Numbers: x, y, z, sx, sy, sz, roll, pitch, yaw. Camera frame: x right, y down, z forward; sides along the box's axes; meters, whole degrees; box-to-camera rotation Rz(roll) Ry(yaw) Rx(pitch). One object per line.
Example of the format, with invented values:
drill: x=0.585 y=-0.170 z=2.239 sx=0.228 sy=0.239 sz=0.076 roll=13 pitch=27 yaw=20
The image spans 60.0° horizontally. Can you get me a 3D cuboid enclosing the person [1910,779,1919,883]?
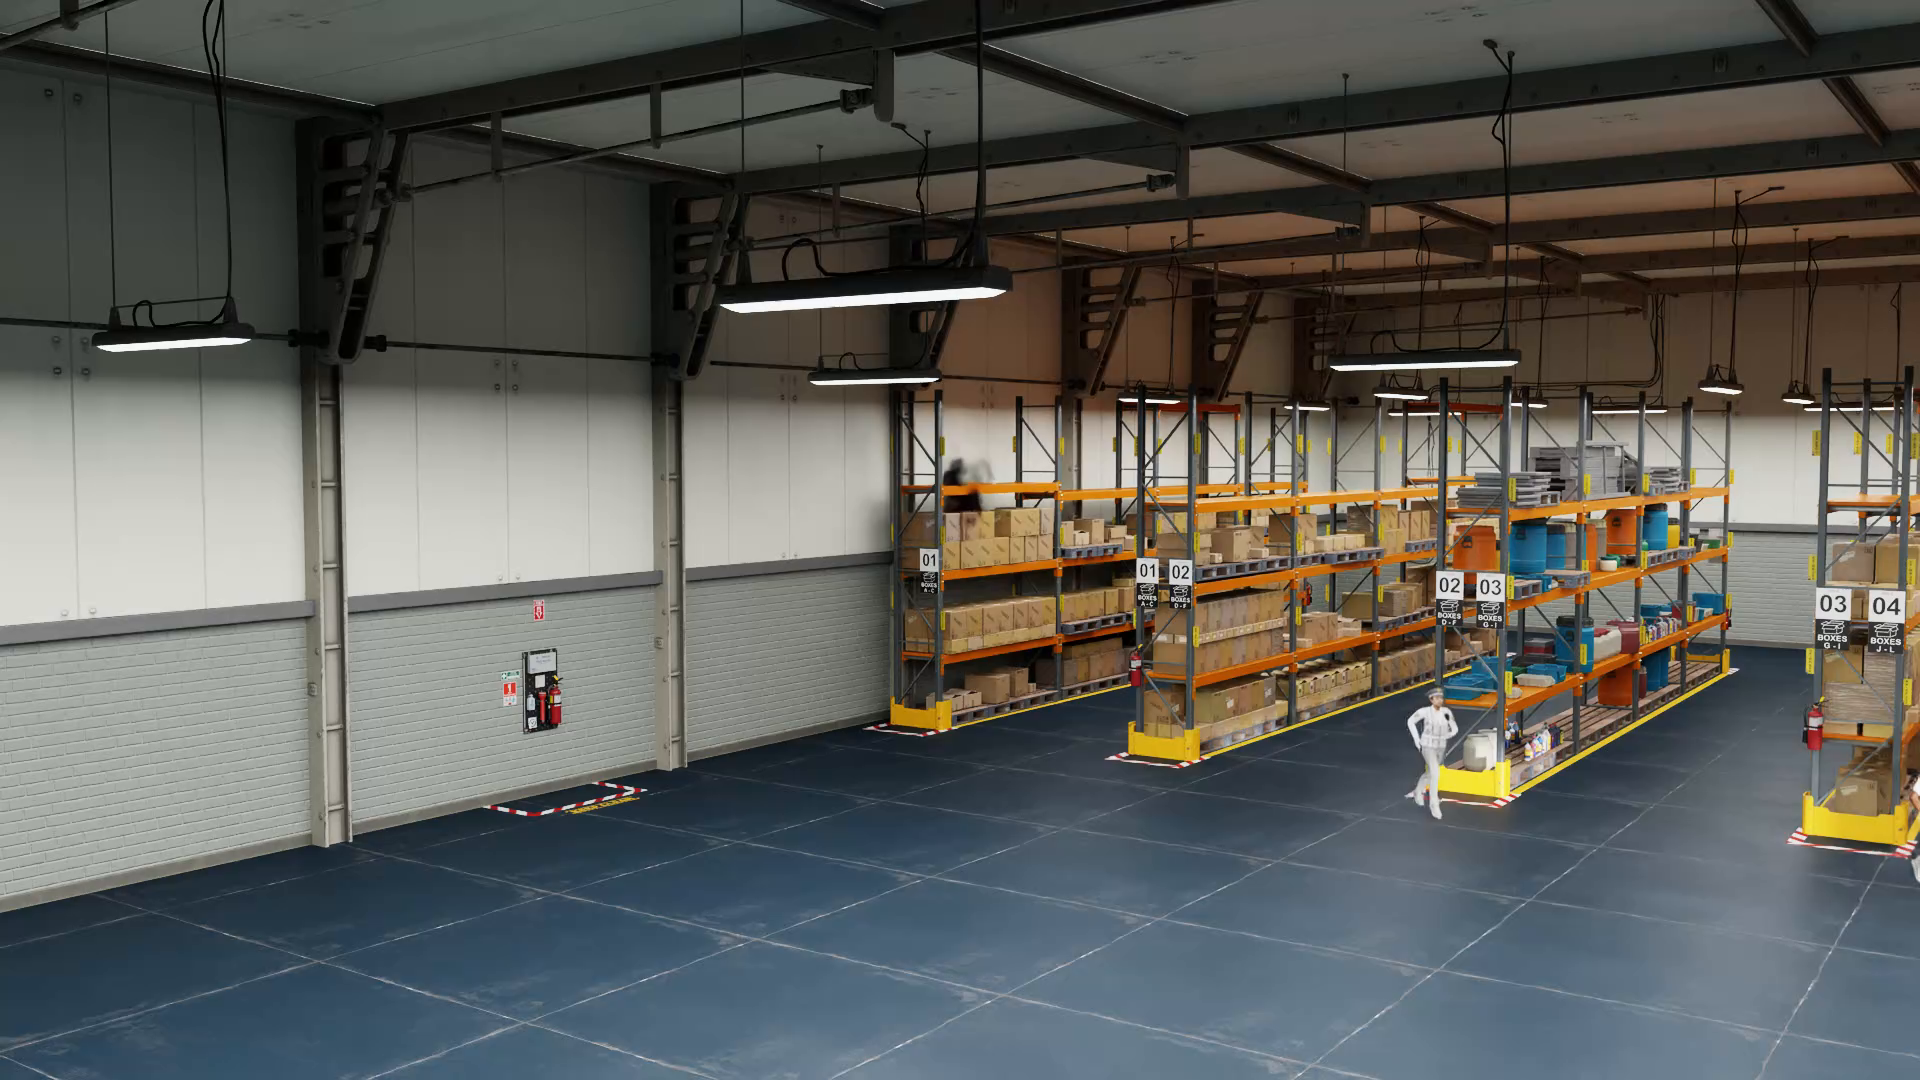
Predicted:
person: x=10.884 y=3.114 z=18.323 sx=0.711 sy=1.720 sz=0.537 roll=-1 pitch=3 yaw=-22

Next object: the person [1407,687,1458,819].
person: x=6.493 y=2.863 z=22.775 sx=0.612 sy=1.731 sz=0.825 roll=-1 pitch=3 yaw=-18
